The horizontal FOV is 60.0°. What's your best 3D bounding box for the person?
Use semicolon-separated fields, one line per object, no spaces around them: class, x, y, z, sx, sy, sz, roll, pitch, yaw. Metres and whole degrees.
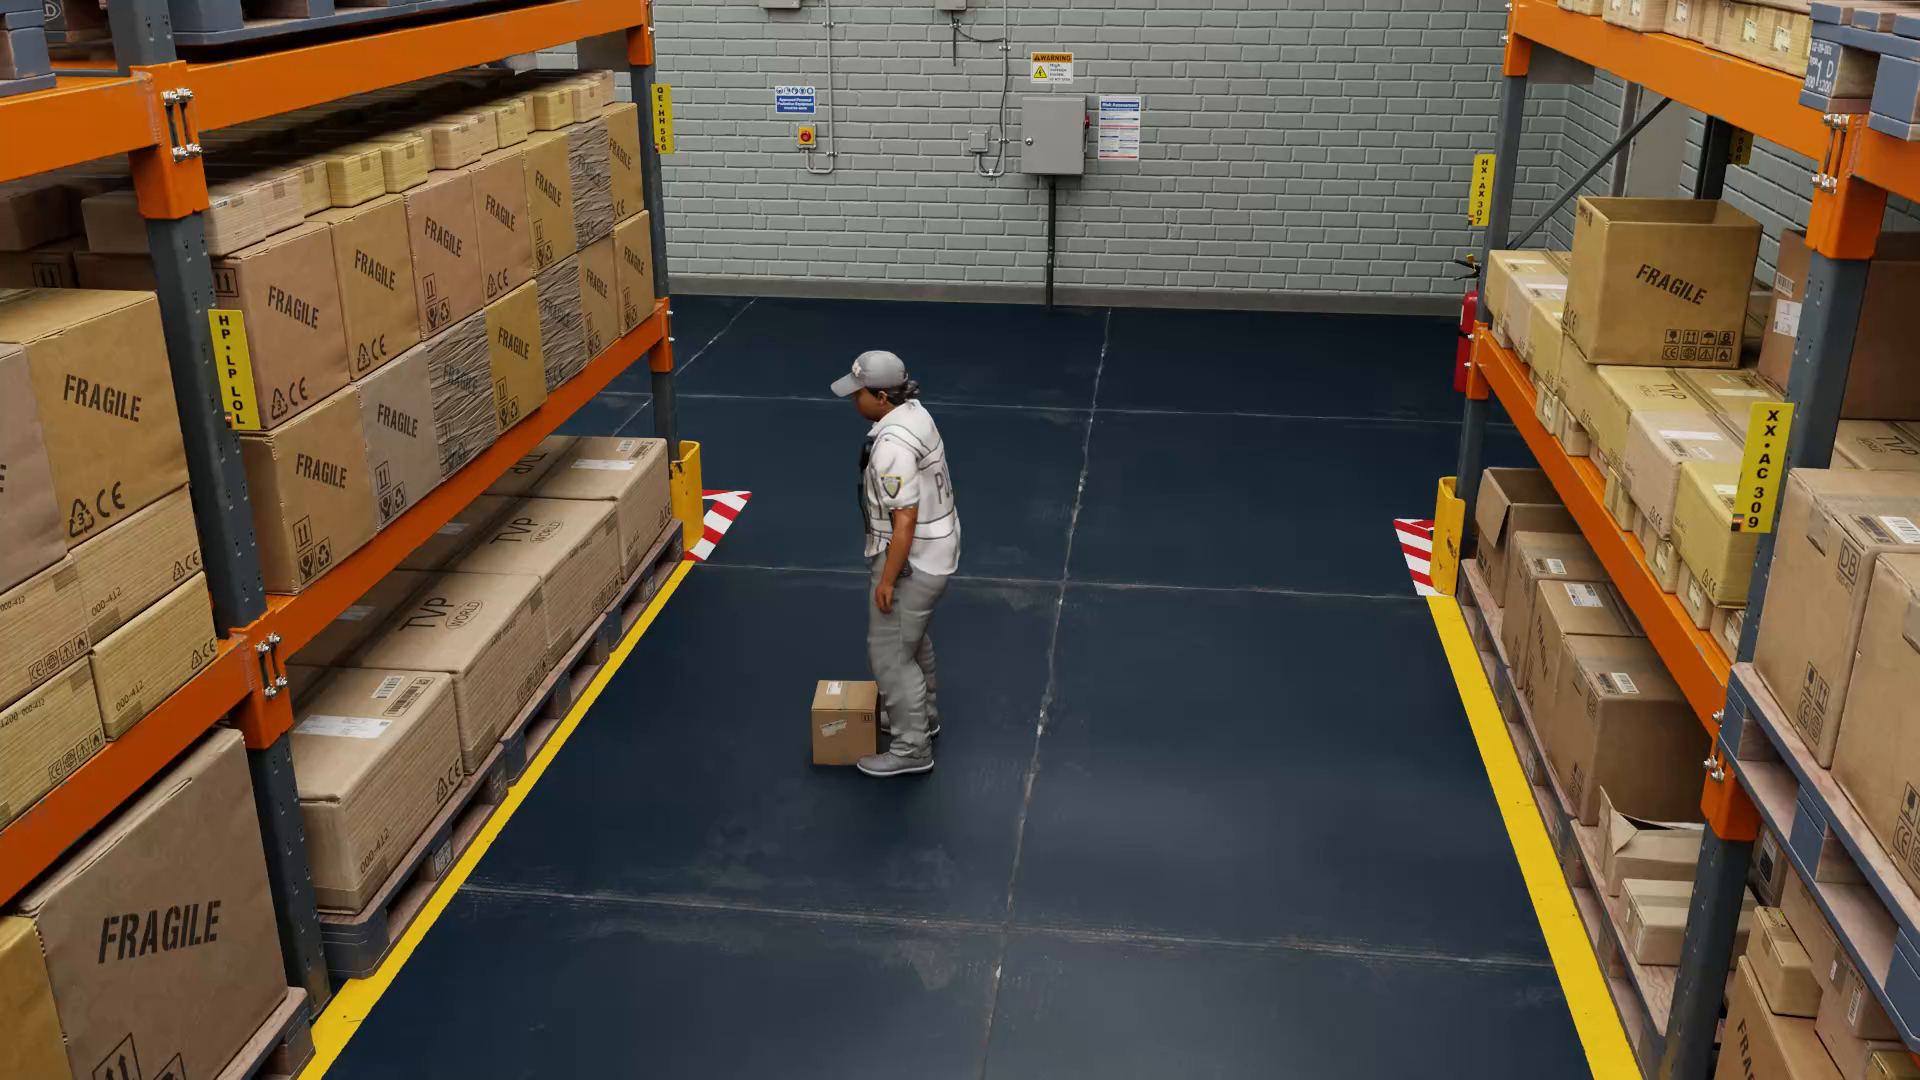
person;-0.237;0.078;6.374;0.469;1.666;0.544;2;21;6
